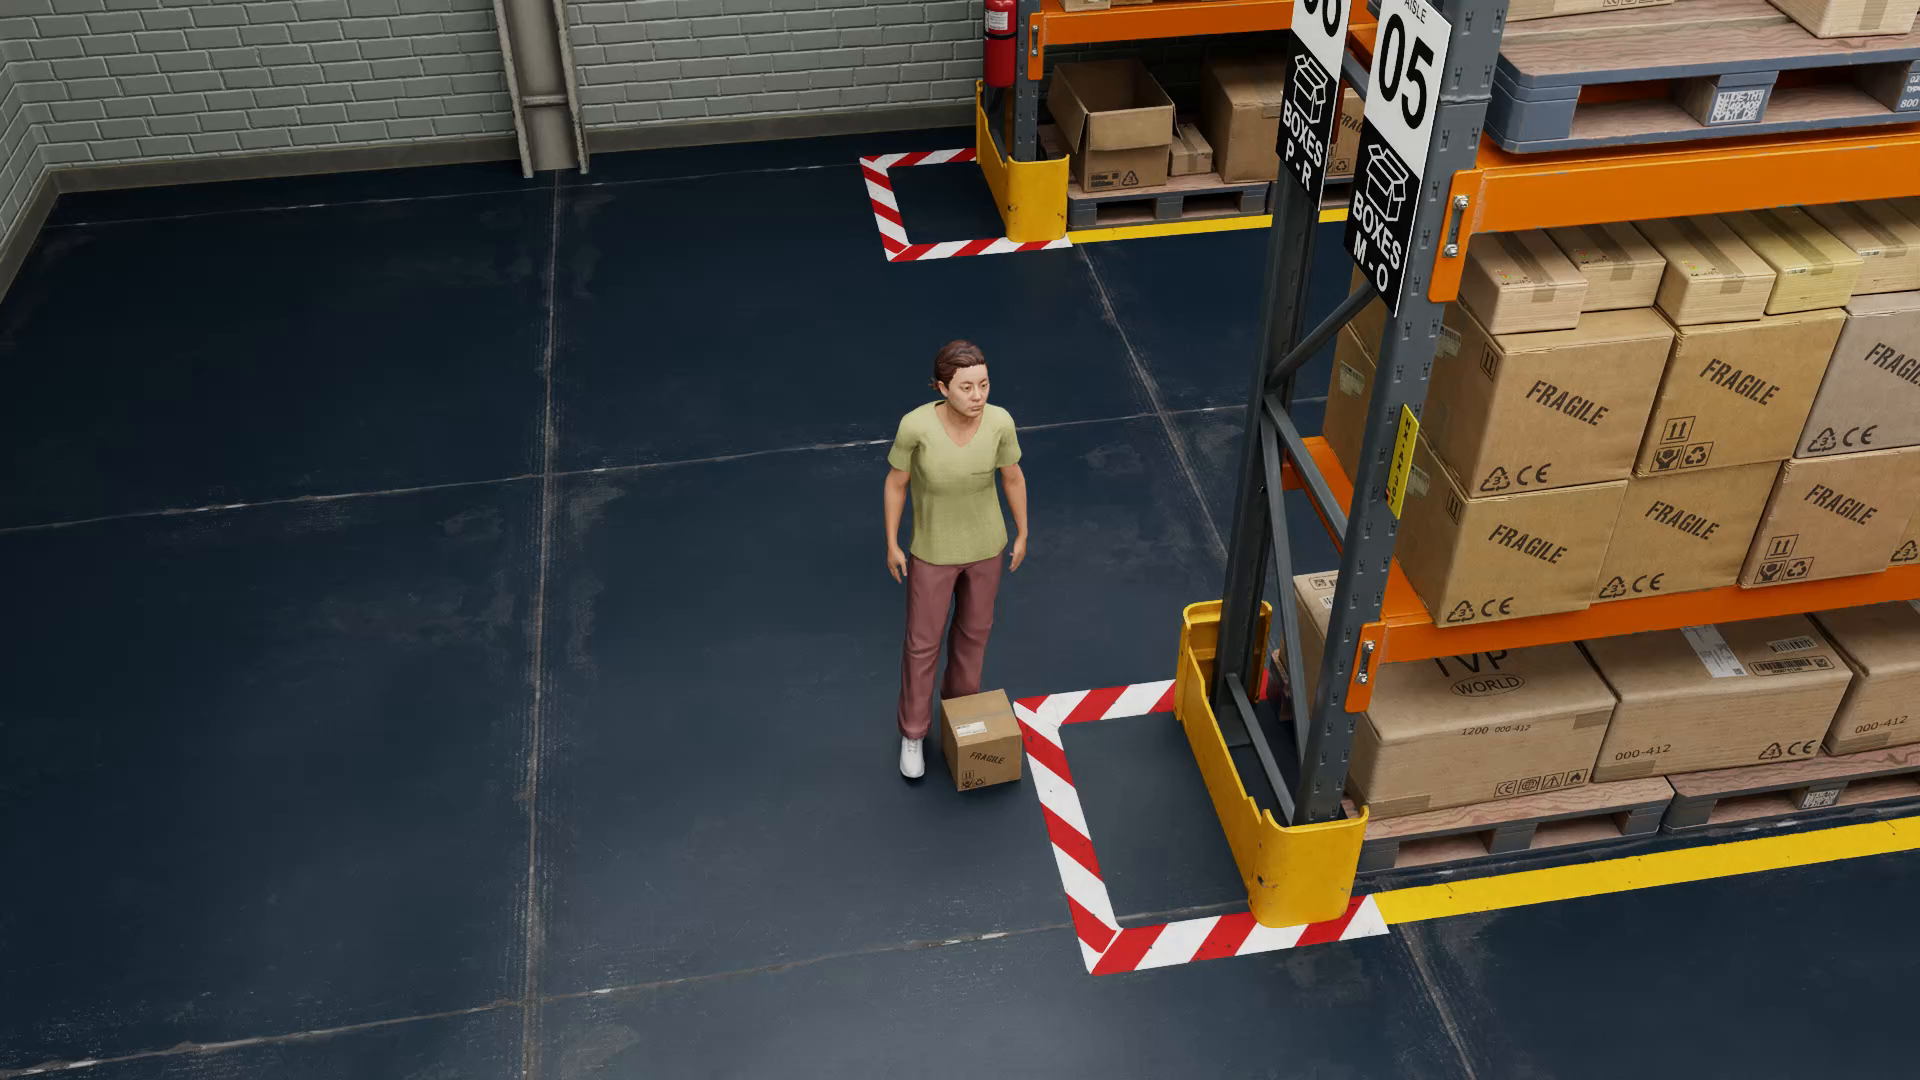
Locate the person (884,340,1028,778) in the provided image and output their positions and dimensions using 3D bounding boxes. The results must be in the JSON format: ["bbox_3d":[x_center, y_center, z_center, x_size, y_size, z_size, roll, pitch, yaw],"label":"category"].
[{"bbox_3d":[-0.003,0.073,6.049,0.554,1.676,0.549,-8,40,-10],"label":"person"}]
